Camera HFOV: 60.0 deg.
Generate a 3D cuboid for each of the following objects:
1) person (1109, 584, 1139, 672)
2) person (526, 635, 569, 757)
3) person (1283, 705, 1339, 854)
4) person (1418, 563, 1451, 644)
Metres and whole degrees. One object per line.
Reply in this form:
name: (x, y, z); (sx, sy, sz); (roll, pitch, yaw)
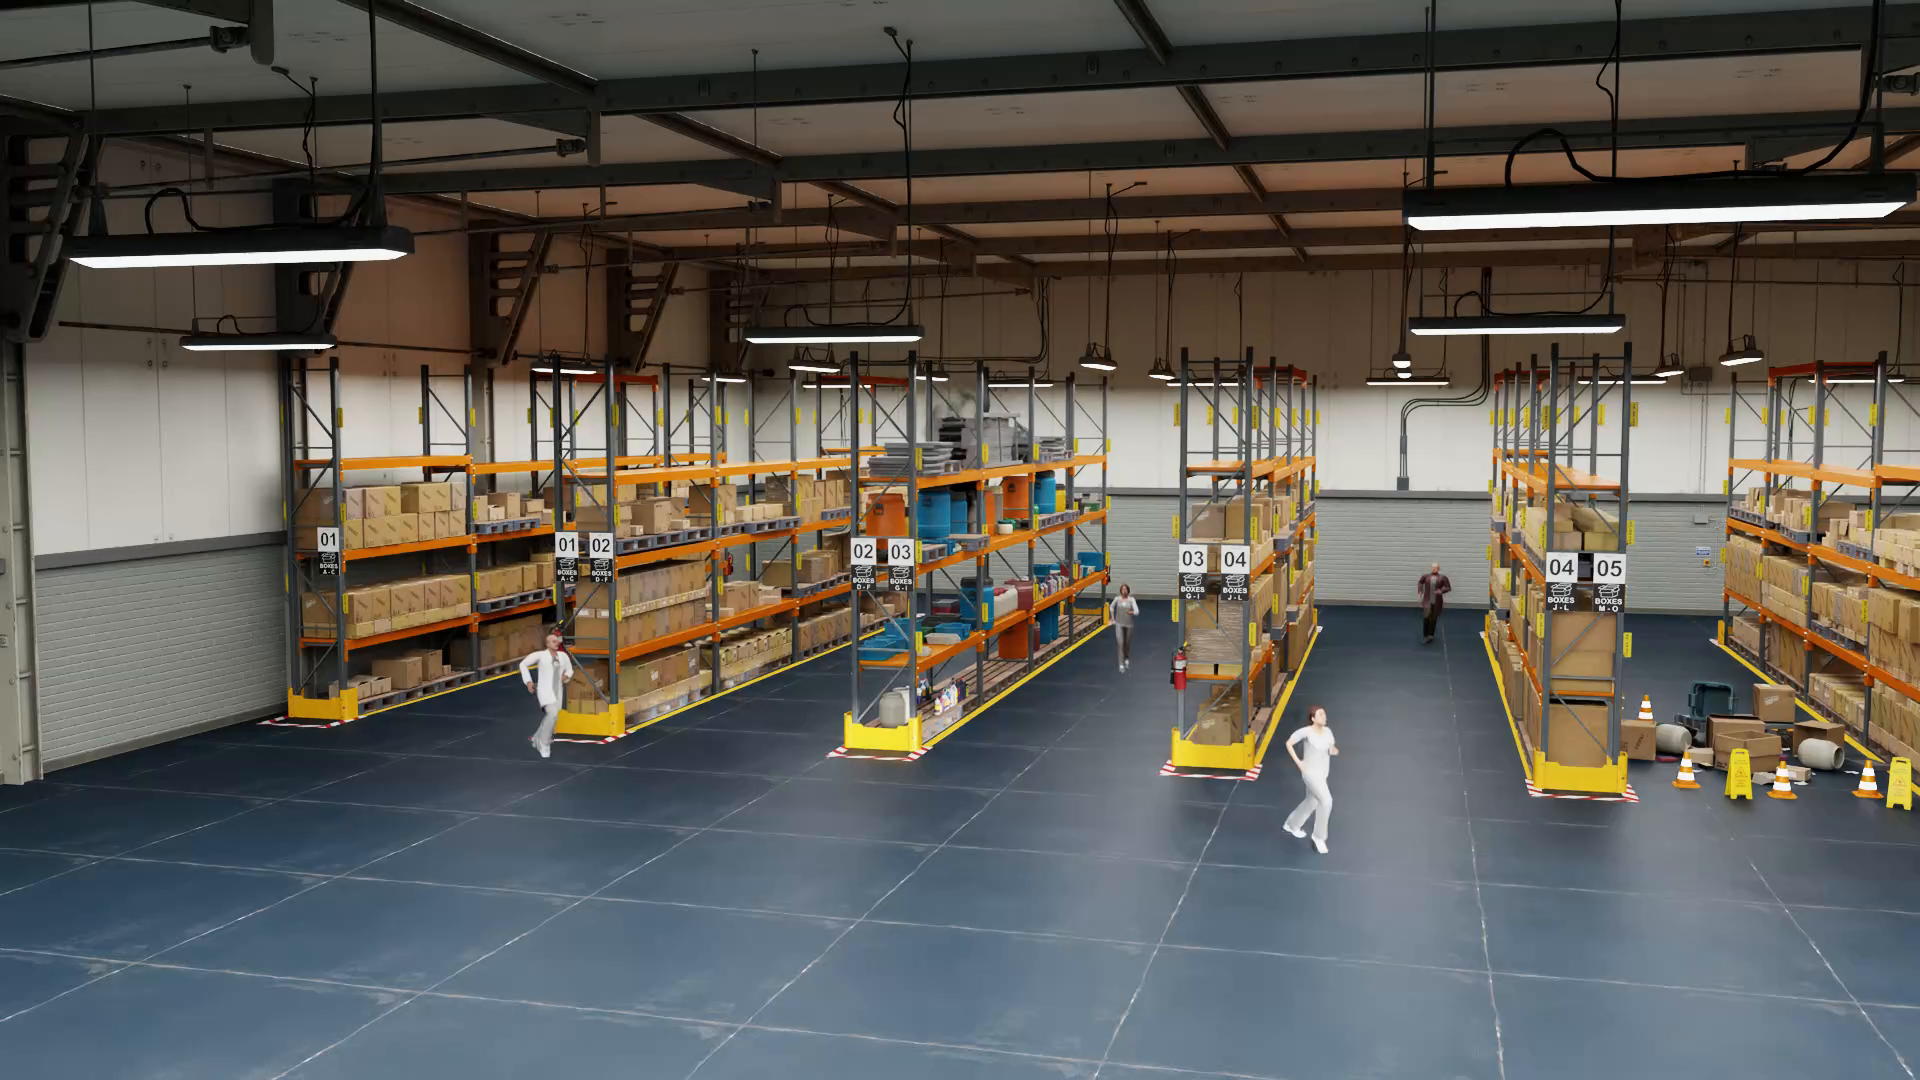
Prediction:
person: (3.055, 1.620, 30.948); (0.531, 1.614, 0.819); (0, 4, 2)
person: (-6.122, 2.316, 24.831); (0.701, 1.810, 0.679); (3, 5, 38)
person: (4.100, 2.770, 19.409); (0.545, 1.689, 0.787); (-3, 5, -37)
person: (10.524, 1.418, 36.916); (0.725, 1.828, 0.717); (2, 4, 21)
